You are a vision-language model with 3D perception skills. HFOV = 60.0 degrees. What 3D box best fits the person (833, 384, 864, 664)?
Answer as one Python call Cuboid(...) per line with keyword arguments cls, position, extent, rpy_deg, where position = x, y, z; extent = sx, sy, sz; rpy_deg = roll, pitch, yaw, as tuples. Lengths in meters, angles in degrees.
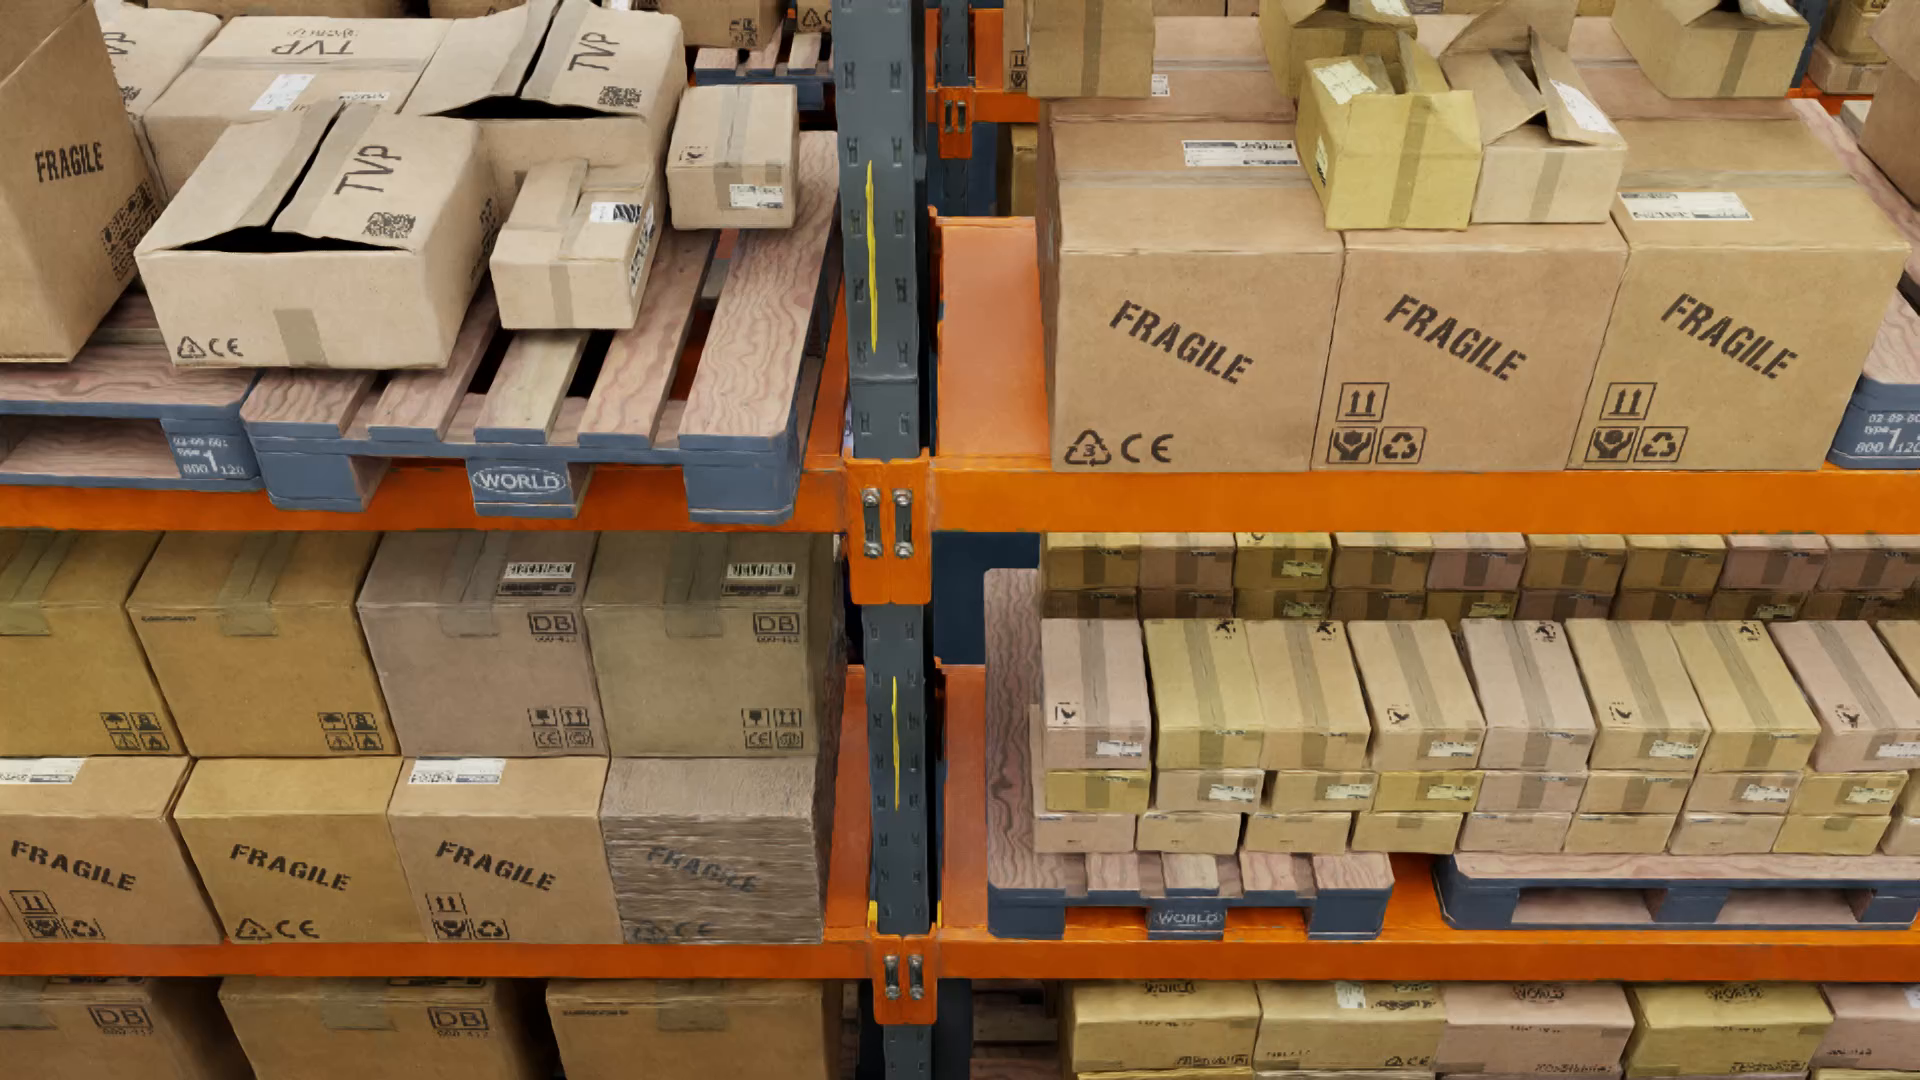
Cuboid(cls="person", position=(-0.600, -0.020, 6.184), extent=(0.728, 1.639, 0.652), rpy_deg=(-6, 40, -8))
